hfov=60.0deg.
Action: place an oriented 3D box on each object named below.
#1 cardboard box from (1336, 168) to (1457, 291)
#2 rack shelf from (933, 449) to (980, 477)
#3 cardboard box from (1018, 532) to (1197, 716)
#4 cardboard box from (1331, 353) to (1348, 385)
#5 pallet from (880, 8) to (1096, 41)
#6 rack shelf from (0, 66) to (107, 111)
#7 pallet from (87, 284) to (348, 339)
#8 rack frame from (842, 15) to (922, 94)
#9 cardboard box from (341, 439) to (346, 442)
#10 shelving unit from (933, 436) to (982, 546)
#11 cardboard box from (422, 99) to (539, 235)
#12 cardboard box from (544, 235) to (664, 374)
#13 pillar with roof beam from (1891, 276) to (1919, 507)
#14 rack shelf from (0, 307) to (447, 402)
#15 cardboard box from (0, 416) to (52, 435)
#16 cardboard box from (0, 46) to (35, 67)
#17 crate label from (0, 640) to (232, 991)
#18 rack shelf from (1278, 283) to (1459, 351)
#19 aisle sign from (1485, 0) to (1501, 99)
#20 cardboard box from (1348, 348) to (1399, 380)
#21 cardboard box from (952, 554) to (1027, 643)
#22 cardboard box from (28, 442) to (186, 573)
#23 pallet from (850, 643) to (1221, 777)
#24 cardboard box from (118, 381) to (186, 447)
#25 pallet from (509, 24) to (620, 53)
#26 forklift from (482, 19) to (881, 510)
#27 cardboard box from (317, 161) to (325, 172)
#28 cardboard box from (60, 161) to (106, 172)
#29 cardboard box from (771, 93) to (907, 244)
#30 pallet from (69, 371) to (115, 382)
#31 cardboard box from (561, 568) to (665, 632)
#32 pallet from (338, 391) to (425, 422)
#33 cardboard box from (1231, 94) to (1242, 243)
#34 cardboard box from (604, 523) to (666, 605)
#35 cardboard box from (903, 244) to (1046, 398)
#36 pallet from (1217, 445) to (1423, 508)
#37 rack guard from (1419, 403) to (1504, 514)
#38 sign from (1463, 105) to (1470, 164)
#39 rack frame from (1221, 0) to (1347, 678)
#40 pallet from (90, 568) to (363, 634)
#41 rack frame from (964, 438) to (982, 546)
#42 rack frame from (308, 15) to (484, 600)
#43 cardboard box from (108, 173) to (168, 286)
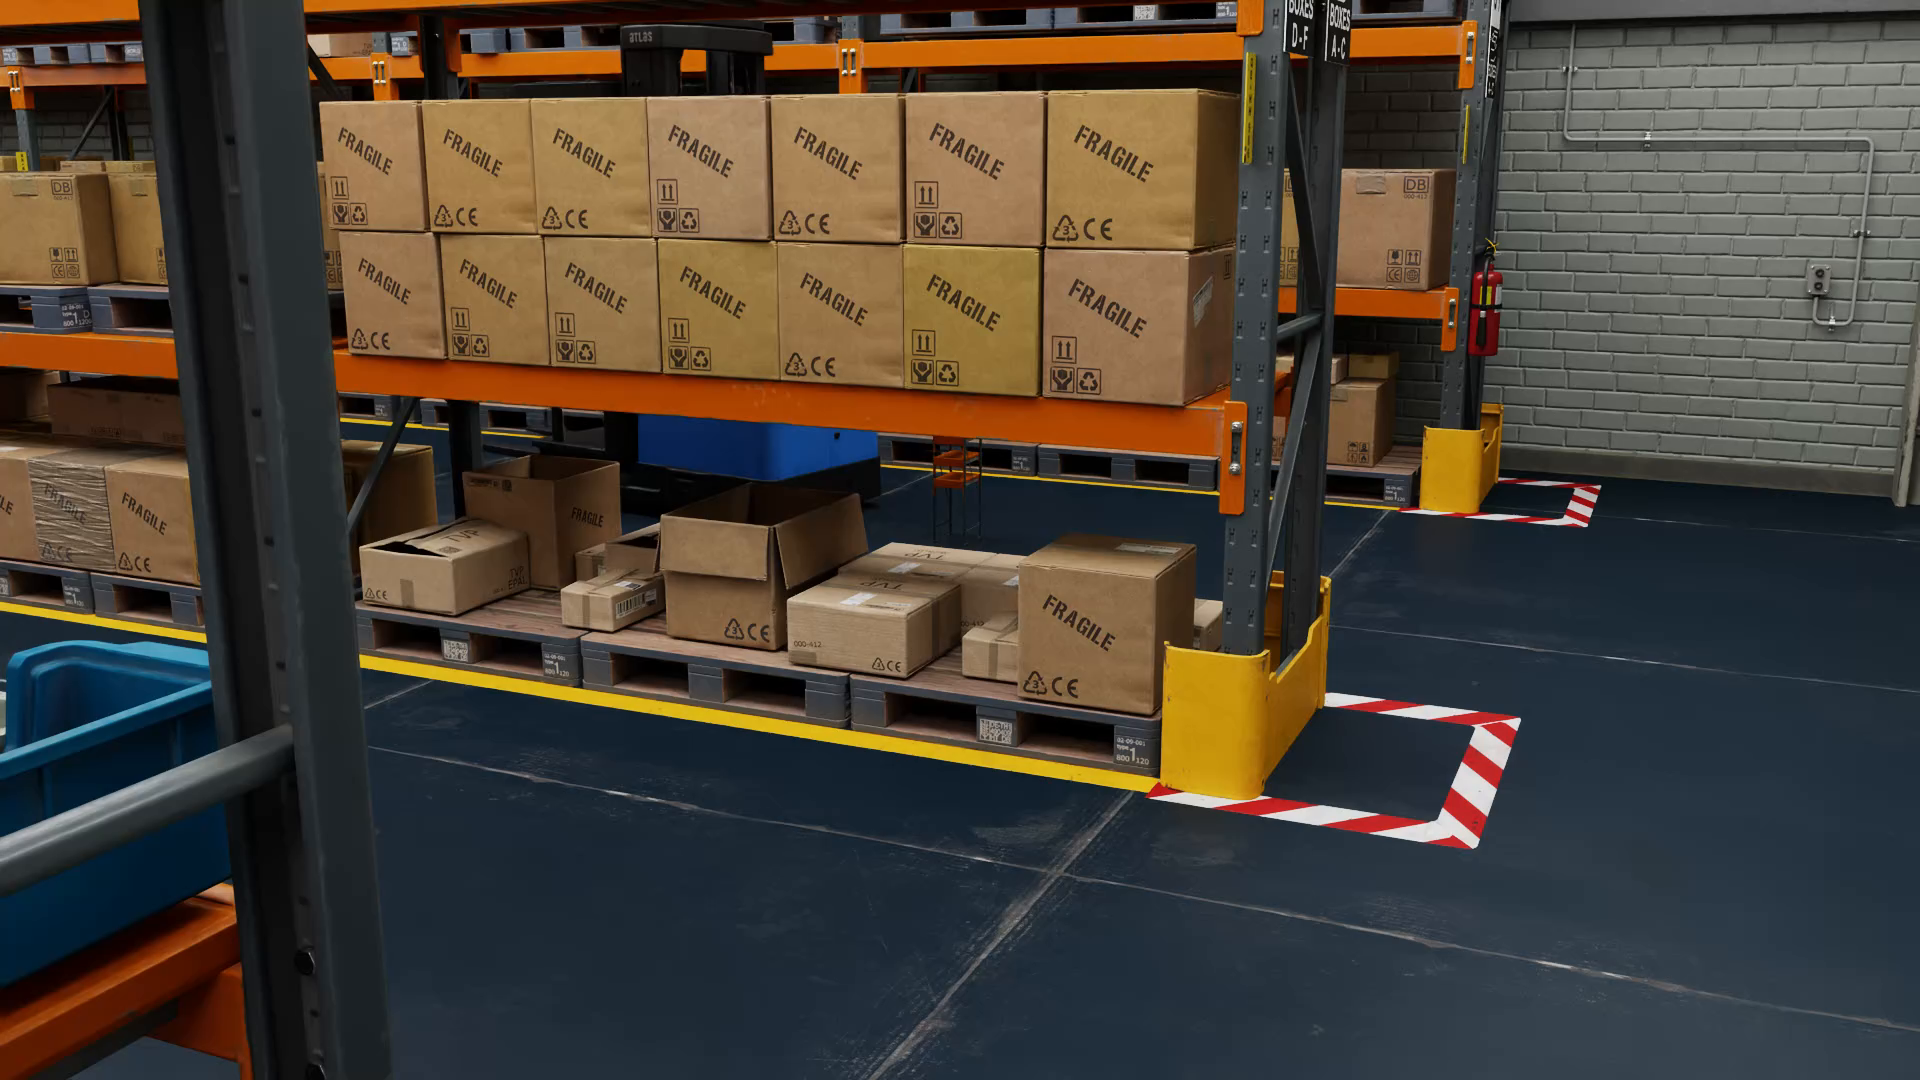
[{"bbox_3d":[2.661,-1.943,10.312,0.700,0.700,0.980,7,15,26],"label":"cardboard box"},{"bbox_3d":[-0.013,-0.425,9.161,0.180,0.103,0.258,6,14,23],"label":"rack shelf"},{"bbox_3d":[0.532,0.287,5.974,0.500,0.500,0.500,6,14,23],"label":"cardboard box"},{"bbox_3d":[2.260,-1.073,10.393,0.250,0.149,0.380,6,14,23],"label":"cardboard box"},{"bbox_3d":[0.218,-3.461,11.067,1.213,0.211,1.003,6,14,23],"label":"pallet"},{"bbox_3d":[-9.669,-4.157,15.414,4.000,0.370,1.077,6,14,23],"label":"rack shelf"},{"bbox_3d":[-3.215,-1.090,7.755,1.213,0.211,1.003,6,14,23],"label":"pallet"},{"bbox_3d":[-0.526,-2.122,11.731,0.127,3.000,1.000,6,14,23],"label":"rack frame"},{"bbox_3d":[-3.364,-0.227,8.164,0.500,0.500,0.500,6,14,24],"label":"cardboard box"},{"bbox_3d":[-0.013,-0.585,9.123,0.189,1.200,0.258,6,14,23],"label":"shelving unit"},{"bbox_3d":[-1.740,-1.472,6.556,0.500,0.500,0.500,5,14,21],"label":"cardboard box"},{"bbox_3d":[-1.247,-0.938,6.467,0.500,0.500,0.500,6,14,23],"label":"cardboard box"},{"bbox_3d":[4.207,-3.704,5.342,0.400,9.000,9.100,6,14,23],"label":"pillar with roof beam"},{"bbox_3d":[-4.357,-0.922,8.191,4.000,0.370,1.077,6,14,23],"label":"rack shelf"},{"bbox_3d":[-4.763,-0.369,8.769,0.500,0.500,0.500,5,14,21],"label":"cardboard box"},{"bbox_3d":[-8.404,-4.376,14.510,0.500,0.500,0.500,6,15,25],"label":"cardboard box"},{"bbox_3d":[-0.974,0.278,1.738,0.303,0.233,0.416,6,14,23],"label":"crate label"},{"bbox_3d":[1.303,-1.587,11.025,4.000,0.370,1.077,6,14,23],"label":"rack shelf"},{"bbox_3d":[3.076,-2.948,9.562,0.004,0.787,0.394,6,14,23],"label":"aisle sign"},{"bbox_3d":[2.646,-1.129,10.633,0.250,0.149,0.380,6,14,24],"label":"cardboard box"},{"bbox_3d":[0.289,0.252,6.671,0.500,0.250,0.500,6,14,23],"label":"cardboard box"},{"bbox_3d":[-4.003,-0.164,7.896,0.500,0.500,0.500,6,14,24],"label":"cardboard box"},{"bbox_3d":[0.330,0.560,6.405,1.213,0.211,1.003,6,14,23],"label":"pallet"},{"bbox_3d":[-3.787,-0.637,8.272,0.500,0.250,0.500,6,14,23],"label":"cardboard box"},{"bbox_3d":[-2.549,-3.709,12.343,1.213,0.211,1.003,7,15,26],"label":"pallet"},{"bbox_3d":[-1.977,-1.740,10.255,3.031,2.935,1.130,9,16,34],"label":"forklift"},{"bbox_3d":[-5.139,-2.842,13.620,0.500,0.500,0.700,4,14,18],"label":"cardboard box"},{"bbox_3d":[-7.389,-3.071,14.593,0.500,0.500,0.700,6,14,23],"label":"cardboard box"},{"bbox_3d":[-0.328,-1.330,5.947,0.500,0.500,0.500,6,15,25],"label":"cardboard box"},{"bbox_3d":[-7.128,-1.433,14.899,1.213,0.211,1.003,6,14,23],"label":"pallet"},{"bbox_3d":[-1.438,0.240,6.904,0.250,0.166,0.380,6,14,23],"label":"cardboard box"},{"bbox_3d":[-4.897,-1.207,13.937,1.213,0.211,1.003,6,14,23],"label":"pallet"},{"bbox_3d":[0.830,-1.348,6.027,0.500,0.500,0.500,6,15,25],"label":"cardboard box"},{"bbox_3d":[-1.207,0.071,7.310,0.500,0.311,0.500,6,14,23],"label":"cardboard box"},{"bbox_3d":[0.133,-0.797,5.868,0.500,0.500,0.500,6,14,24],"label":"cardboard box"},{"bbox_3d":[2.369,-0.452,10.718,1.213,0.211,1.003,6,14,23],"label":"pallet"},{"bbox_3d":[3.153,-0.533,10.430,0.348,0.500,1.175,6,14,23],"label":"rack guard"},{"bbox_3d":[2.899,-2.319,9.517,0.005,0.325,0.100,6,14,23],"label":"sign"},{"bbox_3d":[1.129,-0.717,5.743,0.127,3.000,1.000,6,14,23],"label":"rack frame"},{"bbox_3d":[-3.288,0.203,7.926,1.213,0.211,1.003,6,14,23],"label":"pallet"},{"bbox_3d":[0.070,-0.577,9.087,0.006,1.200,0.240,6,14,23],"label":"rack frame"},{"bbox_3d":[-2.529,-1.087,7.321,0.127,3.000,1.000,6,14,23],"label":"rack frame"},{"bbox_3d":[-3.526,-1.481,7.862,0.500,0.500,0.700,8,16,32],"label":"cardboard box"}]
